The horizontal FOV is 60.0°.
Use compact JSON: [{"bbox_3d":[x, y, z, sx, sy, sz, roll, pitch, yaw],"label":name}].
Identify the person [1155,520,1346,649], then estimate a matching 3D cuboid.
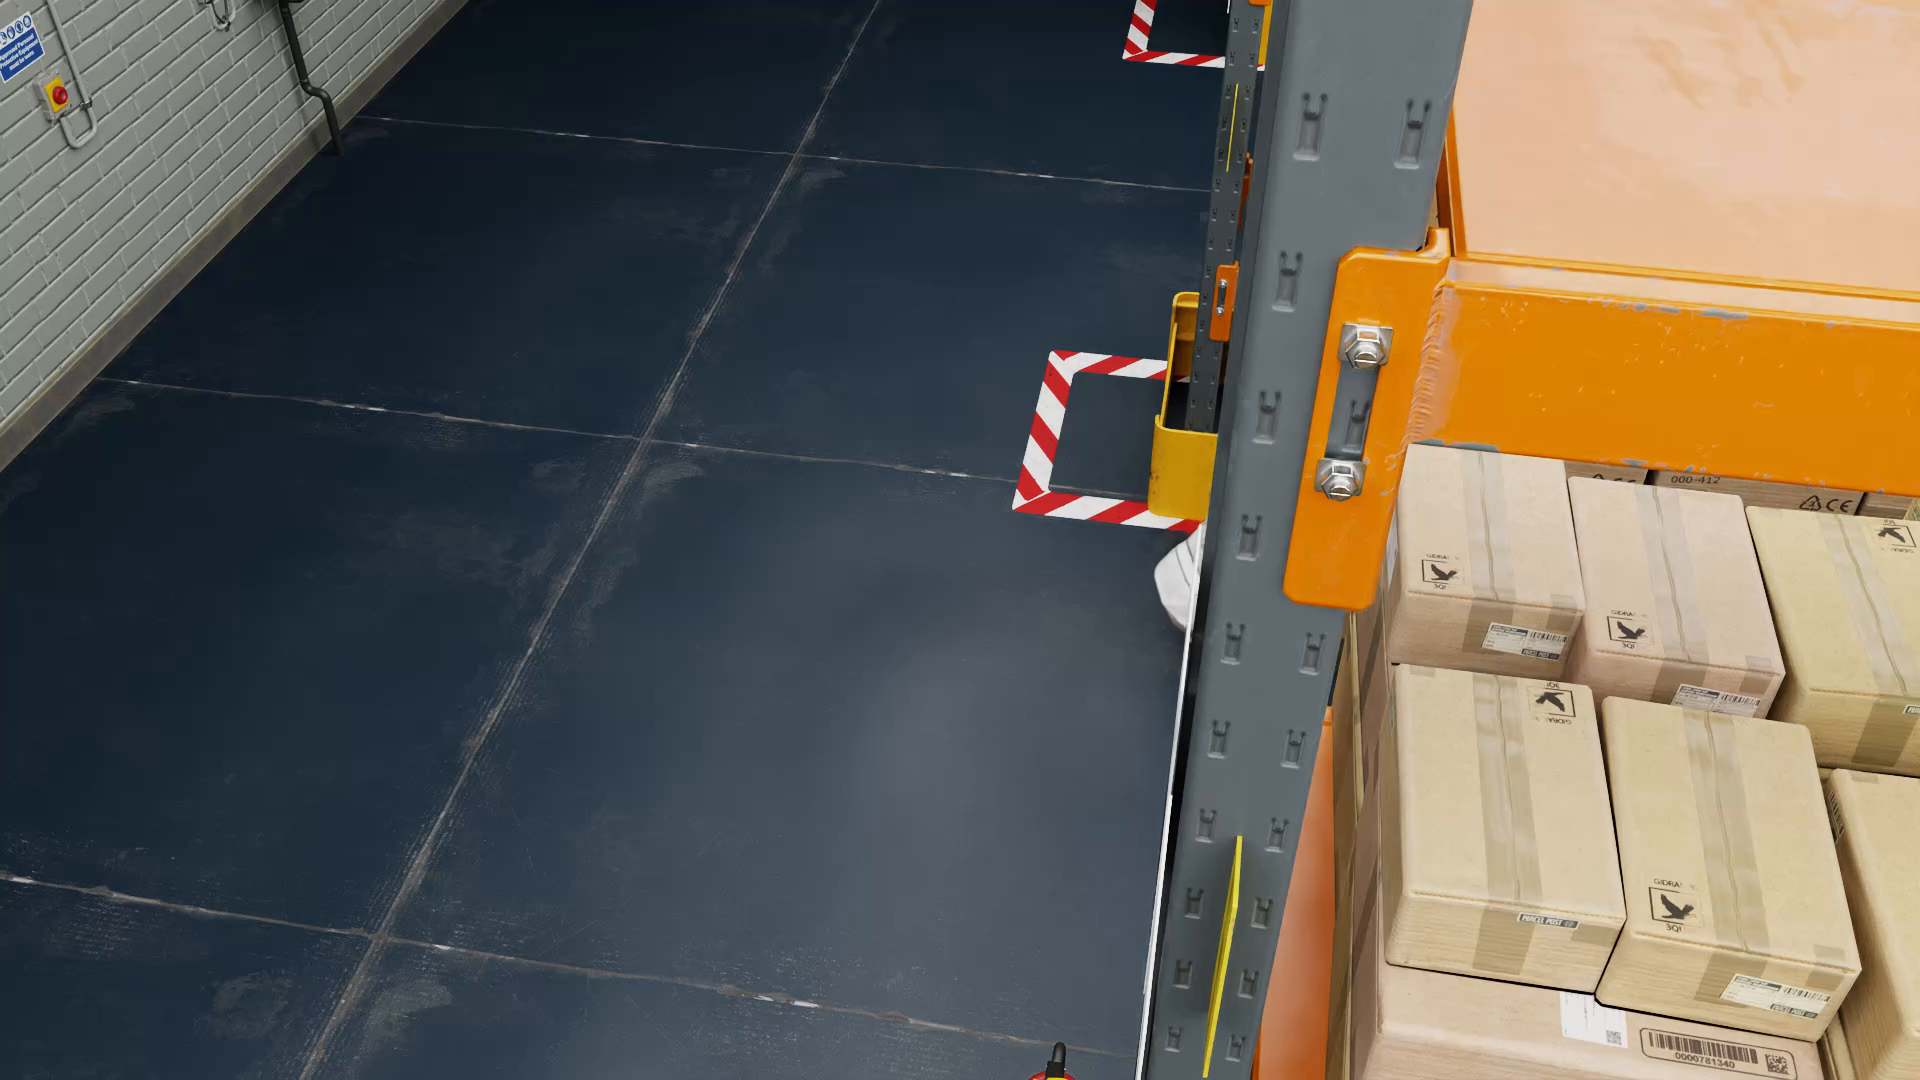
[{"bbox_3d":[1.230,0.143,6.776,0.857,0.955,0.501,-4,41,-4],"label":"person"}]
